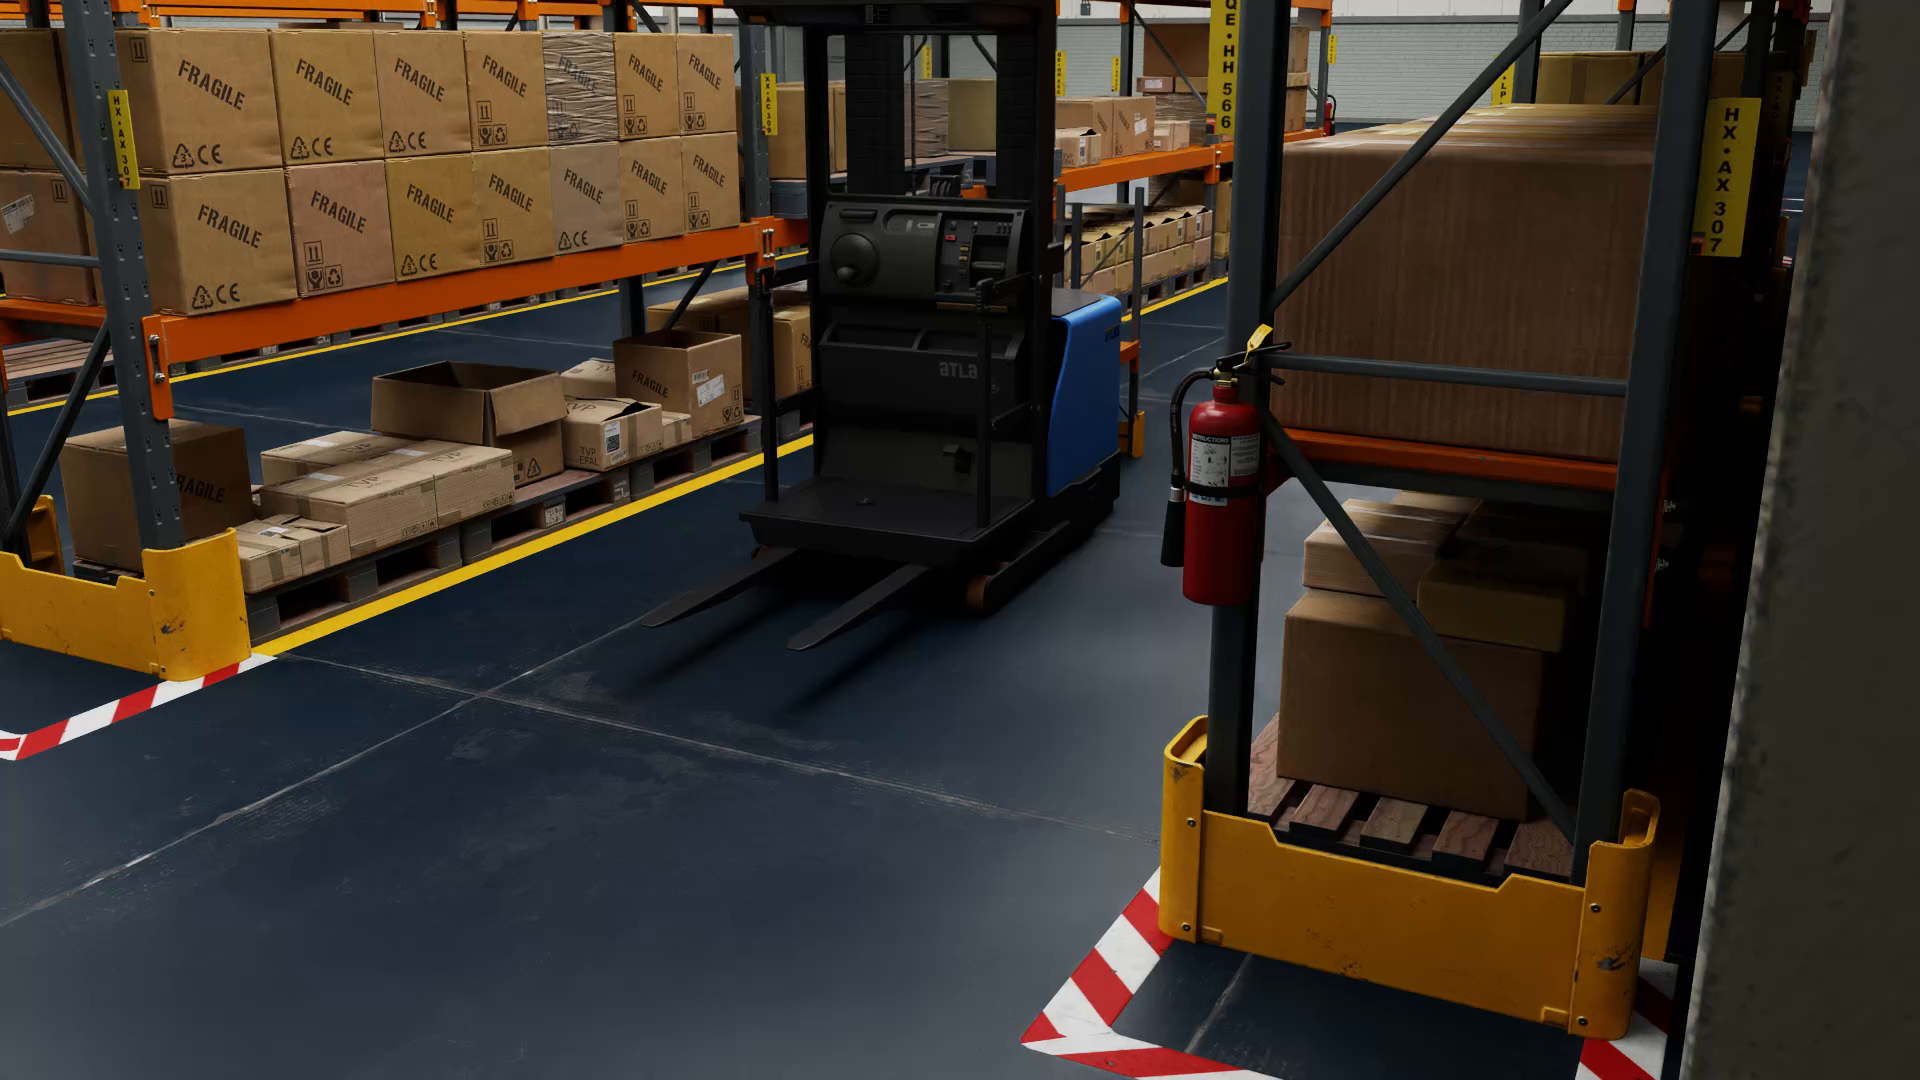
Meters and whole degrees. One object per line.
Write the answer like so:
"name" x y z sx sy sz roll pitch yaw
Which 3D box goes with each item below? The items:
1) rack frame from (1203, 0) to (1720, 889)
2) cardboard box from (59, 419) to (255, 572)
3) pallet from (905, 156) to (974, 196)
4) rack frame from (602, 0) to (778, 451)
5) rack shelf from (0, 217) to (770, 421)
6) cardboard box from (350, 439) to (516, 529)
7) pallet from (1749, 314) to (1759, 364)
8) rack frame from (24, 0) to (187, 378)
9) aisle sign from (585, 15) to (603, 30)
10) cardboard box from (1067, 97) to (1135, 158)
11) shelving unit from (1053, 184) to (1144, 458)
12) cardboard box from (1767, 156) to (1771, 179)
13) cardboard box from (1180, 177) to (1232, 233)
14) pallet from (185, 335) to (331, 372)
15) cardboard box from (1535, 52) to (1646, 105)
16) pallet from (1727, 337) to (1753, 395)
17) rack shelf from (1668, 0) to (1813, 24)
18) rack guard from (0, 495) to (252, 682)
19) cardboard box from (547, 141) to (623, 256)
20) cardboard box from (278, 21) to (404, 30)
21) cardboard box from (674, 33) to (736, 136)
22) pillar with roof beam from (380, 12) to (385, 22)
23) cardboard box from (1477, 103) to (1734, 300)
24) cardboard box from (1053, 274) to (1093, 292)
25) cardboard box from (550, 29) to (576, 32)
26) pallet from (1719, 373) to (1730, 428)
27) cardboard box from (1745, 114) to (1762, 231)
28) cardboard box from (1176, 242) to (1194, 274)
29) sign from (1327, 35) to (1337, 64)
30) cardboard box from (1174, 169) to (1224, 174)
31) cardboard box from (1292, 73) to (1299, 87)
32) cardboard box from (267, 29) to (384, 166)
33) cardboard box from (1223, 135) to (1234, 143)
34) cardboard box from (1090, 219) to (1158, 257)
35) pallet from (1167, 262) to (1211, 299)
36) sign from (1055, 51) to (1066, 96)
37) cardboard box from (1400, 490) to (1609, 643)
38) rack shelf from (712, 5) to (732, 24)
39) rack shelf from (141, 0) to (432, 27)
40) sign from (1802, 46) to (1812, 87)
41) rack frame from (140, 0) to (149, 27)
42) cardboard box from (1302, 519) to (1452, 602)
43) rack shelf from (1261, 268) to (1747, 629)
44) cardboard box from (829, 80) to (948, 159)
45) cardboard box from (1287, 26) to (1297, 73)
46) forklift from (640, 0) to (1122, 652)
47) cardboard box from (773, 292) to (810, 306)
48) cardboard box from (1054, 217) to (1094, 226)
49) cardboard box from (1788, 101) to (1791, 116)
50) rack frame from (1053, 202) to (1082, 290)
"rack frame" 1.113 -0.380 3.870 1.000 3.000 0.127 8 18 25
"cardboard box" -3.298 -0.192 6.853 0.500 0.500 0.500 8 18 25
"pallet" -0.611 -2.459 11.207 1.003 0.211 1.213 8 18 25
"rack frame" -1.533 -2.028 9.419 1.000 3.000 0.127 8 18 25
"rack shelf" -2.427 -1.174 7.806 1.077 0.370 4.000 8 18 25
"cardboard box" -2.377 -0.259 7.519 0.500 0.250 0.500 8 18 25
"pallet" 5.584 -1.590 12.839 1.003 0.211 1.213 8 18 25
"rack frame" -5.963 -2.659 11.544 1.000 3.000 0.127 8 18 25
"aisle sign" -5.272 -7.646 23.768 0.394 0.787 0.004 8 18 25
"cardboard box" 1.225 -3.659 14.732 0.500 0.500 0.500 8 18 25
"shelving unit" 0.567 -1.099 8.924 0.587 1.500 1.083 7 18 22
"cardboard box" 4.476 -2.337 9.726 0.500 0.500 0.500 8 18 25
"cardboard box" 2.529 -3.387 16.768 0.500 0.500 0.500 8 18 25
"pallet" -5.581 -1.514 12.584 1.003 0.211 1.213 8 18 25
"cardboard box" 2.880 -2.110 7.644 0.500 0.250 0.500 9 19 27
"pallet" 5.038 -1.280 11.797 1.003 0.211 1.213 8 18 25
"rack shelf" 7.369 -5.039 15.551 1.077 0.370 4.000 8 18 25
"rack guard" -3.286 0.170 6.409 1.175 0.500 0.348 8 18 25
"cardboard box" -1.983 -1.654 7.982 0.500 0.500 0.500 9 19 27
"cardboard box" -7.299 -5.632 19.759 1.000 1.000 1.000 8 18 26
"cardboard box" -1.527 -2.394 8.717 0.500 0.500 0.500 8 18 26
"pillar with roof beam" -10.244 -13.560 37.706 9.100 9.000 0.400 8 18 25
"cardboard box" 2.643 -1.407 6.799 0.980 0.700 0.700 8 19 26
"cardboard box" 0.751 -2.026 13.504 0.500 0.250 0.500 8 18 25
"cardboard box" -5.500 -6.589 22.321 0.500 0.500 0.500 8 18 25
"pallet" 4.268 -0.890 10.483 1.003 0.211 1.213 8 18 25
"cardboard box" 3.331 -1.684 7.527 0.500 0.500 0.500 7 18 23
"cardboard box" 1.888 -2.678 15.698 0.500 0.250 0.500 8 18 25
"sign" 4.308 -5.681 19.267 0.100 0.325 0.005 8 18 25
"cardboard box" 2.507 -3.708 17.850 0.500 0.500 0.500 8 18 25
"cardboard box" 3.599 -5.190 18.749 0.380 0.149 0.250 8 18 25
"cardboard box" -2.659 -1.750 6.551 0.500 0.500 0.500 8 18 26
"cardboard box" 2.464 -4.363 17.103 0.700 0.500 0.500 8 18 25
"cardboard box" 1.437 -2.691 14.756 0.500 0.311 0.500 8 18 25
"pallet" 1.747 -2.537 16.028 1.003 0.211 1.213 8 18 25
"sign" 0.744 -3.498 12.471 0.100 0.325 0.005 8 18 25
"cardboard box" 2.016 0.033 6.130 0.700 0.500 0.500 9 19 27
"rack shelf" -1.494 -6.300 19.795 1.077 0.370 4.000 8 18 25
"rack shelf" -7.713 -5.911 18.486 1.077 0.370 4.000 8 18 25
"sign" 6.973 -3.922 13.761 0.100 0.325 0.005 8 18 25
"rack frame" -8.606 -4.308 17.095 1.000 3.000 0.127 8 18 25
"cardboard box" 1.231 0.059 4.905 0.380 0.149 0.250 8 18 25
"rack shelf" 2.007 -0.545 5.687 1.077 0.370 4.000 8 18 25
"cardboard box" -0.506 -2.913 11.484 0.700 0.500 0.500 12 21 36
"cardboard box" 3.355 -5.489 18.617 0.700 0.500 0.500 8 18 24
"forklift" -0.252 -1.241 6.888 1.130 2.935 3.031 7 18 23
"cardboard box" -0.871 -1.270 10.485 0.500 0.500 0.500 8 18 26
"cardboard box" 0.948 -2.753 14.964 0.500 0.311 0.500 9 19 27
"cardboard box" 8.242 -4.606 17.007 0.500 0.500 0.500 8 18 25
"rack frame" 0.368 -0.968 8.485 0.500 1.500 0.032 7 18 22
